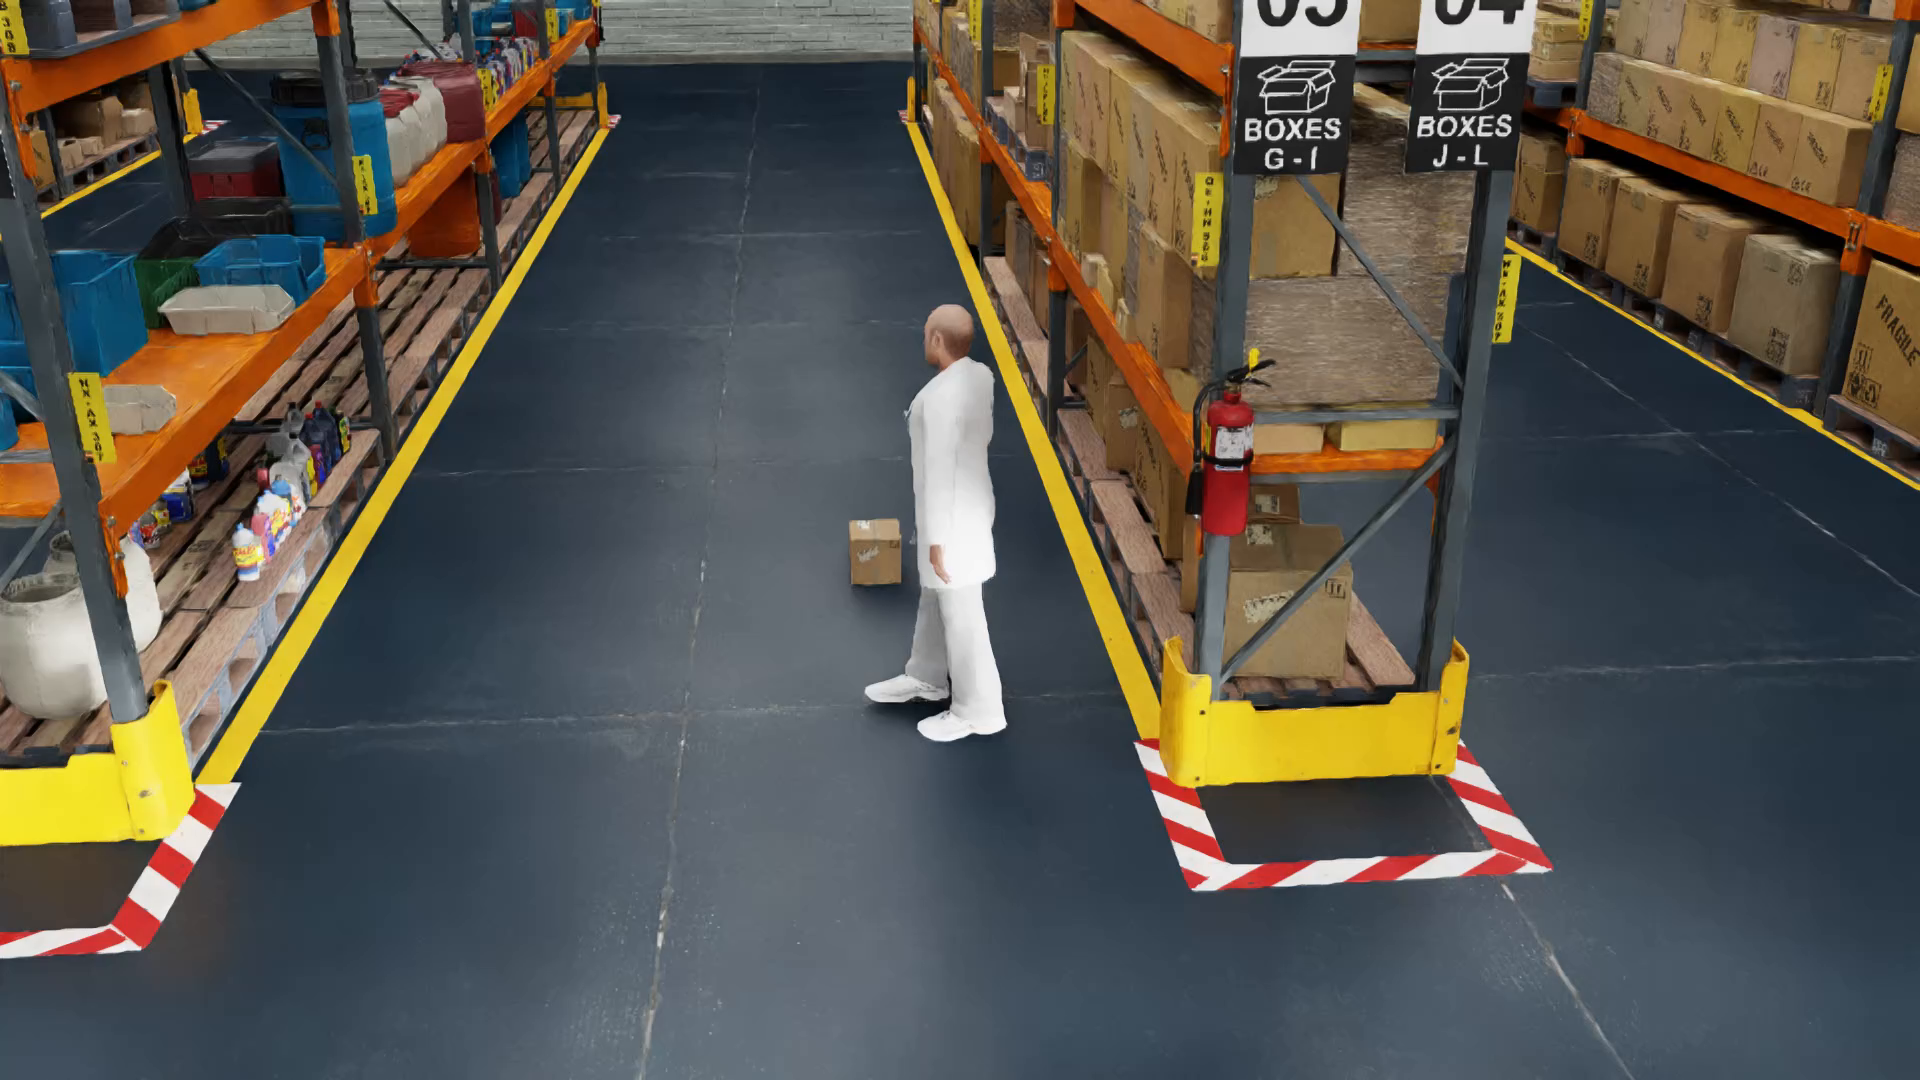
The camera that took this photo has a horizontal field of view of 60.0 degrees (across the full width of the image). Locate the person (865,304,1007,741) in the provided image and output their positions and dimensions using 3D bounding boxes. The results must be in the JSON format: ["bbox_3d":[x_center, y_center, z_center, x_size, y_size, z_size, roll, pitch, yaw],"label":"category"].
[{"bbox_3d":[-0.090,-0.085,6.804,0.652,1.788,0.675,6,24,13],"label":"person"}]
